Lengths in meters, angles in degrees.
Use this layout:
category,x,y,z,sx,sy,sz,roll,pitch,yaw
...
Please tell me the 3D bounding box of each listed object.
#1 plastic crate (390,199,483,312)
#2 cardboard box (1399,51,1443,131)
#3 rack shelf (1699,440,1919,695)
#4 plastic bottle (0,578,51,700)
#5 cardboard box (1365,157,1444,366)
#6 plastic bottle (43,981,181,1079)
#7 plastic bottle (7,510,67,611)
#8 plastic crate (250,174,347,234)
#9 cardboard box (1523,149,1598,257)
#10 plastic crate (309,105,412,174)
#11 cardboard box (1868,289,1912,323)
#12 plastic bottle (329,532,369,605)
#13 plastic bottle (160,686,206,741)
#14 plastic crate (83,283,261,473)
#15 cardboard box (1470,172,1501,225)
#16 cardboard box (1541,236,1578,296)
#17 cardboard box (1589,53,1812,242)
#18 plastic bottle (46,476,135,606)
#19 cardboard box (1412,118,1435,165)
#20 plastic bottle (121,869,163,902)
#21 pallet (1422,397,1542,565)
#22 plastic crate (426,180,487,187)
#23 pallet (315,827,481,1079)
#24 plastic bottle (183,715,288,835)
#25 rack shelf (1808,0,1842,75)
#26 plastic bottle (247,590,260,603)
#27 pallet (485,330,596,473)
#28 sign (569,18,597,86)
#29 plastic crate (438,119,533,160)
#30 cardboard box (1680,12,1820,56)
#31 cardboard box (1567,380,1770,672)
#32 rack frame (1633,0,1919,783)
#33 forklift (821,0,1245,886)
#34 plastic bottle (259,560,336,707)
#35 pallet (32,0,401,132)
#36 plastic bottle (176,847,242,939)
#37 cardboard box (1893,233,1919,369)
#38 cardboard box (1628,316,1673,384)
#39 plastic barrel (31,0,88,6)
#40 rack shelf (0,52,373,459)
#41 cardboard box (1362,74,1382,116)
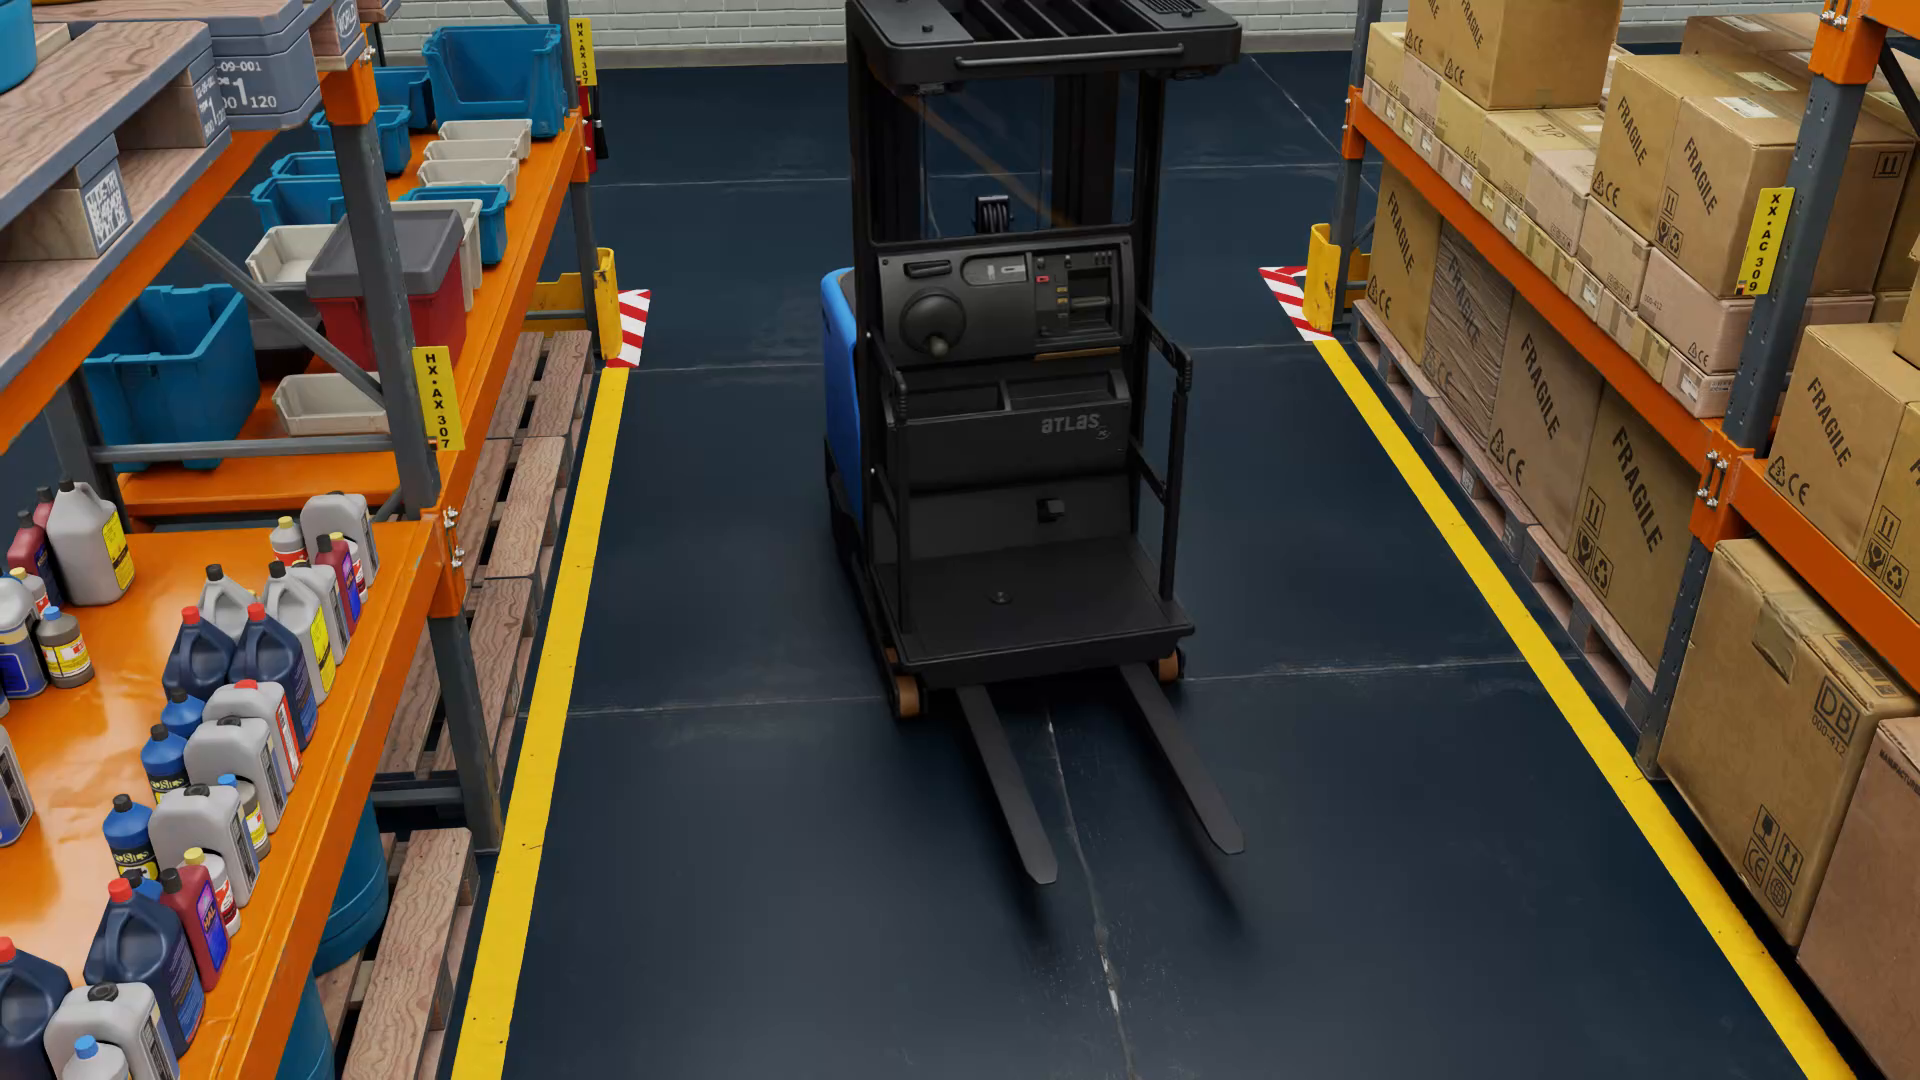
category,x,y,z,sx,sy,sz,roll,pitch,yaw
plastic crate,-1.987,-1.018,6.086,0.437,0.282,0.530,-3,31,-5
cardboard box,2.361,-2.075,7.654,0.500,0.250,0.500,-3,31,-5
rack shelf,3.090,0.838,3.624,1.077,0.370,4.000,-3,31,-5
plastic bottle,-2.330,0.240,4.044,0.152,0.276,0.135,-3,31,-5
cardboard box,2.669,-1.480,8.464,0.875,0.875,0.875,-3,31,-5
plastic bottle,-1.502,0.896,2.945,0.152,0.276,0.135,-3,31,-5
plastic bottle,-2.406,0.071,4.320,0.061,0.283,0.133,-3,31,-5
plastic crate,-2.555,-1.284,6.579,0.416,0.233,0.300,-3,31,-5
cardboard box,2.502,-1.293,6.346,0.500,0.250,0.500,-2,31,-4
plastic crate,-2.645,-1.773,7.398,0.416,0.233,0.300,-3,31,-5
cardboard box,3.120,-0.808,5.534,0.500,0.250,0.500,-3,31,-5
plastic bottle,-1.631,0.074,4.395,0.097,0.201,0.097,0,31,0
plastic bottle,-1.710,0.446,3.704,0.097,0.271,0.097,0,31,0
plastic crate,-2.411,-0.496,5.112,0.392,0.384,0.575,-3,31,-5
cardboard box,2.379,-1.444,6.988,0.380,0.149,0.250,-4,31,-6
cardboard box,2.452,-1.050,6.327,0.380,0.149,0.250,-2,31,-4
cardboard box,2.552,-1.355,5.719,0.500,0.500,0.500,-2,31,-4
plastic bottle,-2.314,-0.018,4.403,0.144,0.351,0.185,-3,31,-5
cardboard box,2.309,-1.835,7.641,0.380,0.149,0.250,-3,31,-5
plastic bottle,-1.564,0.746,3.201,0.097,0.271,0.097,0,31,0
pallet,2.793,-0.311,7.565,1.003,0.211,1.213,-3,31,-5
plastic crate,-2.036,-1.362,6.804,0.298,0.136,0.250,-3,31,-5
pallet,-1.997,1.338,4.804,1.003,0.211,1.213,-3,31,-5
plastic bottle,-1.575,0.497,3.614,0.152,0.276,0.135,-3,31,-5
rack shelf,2.717,-2.492,6.274,1.077,0.370,4.000,-3,31,-5
plastic bottle,-1.758,0.218,4.153,0.097,0.201,0.097,0,31,0
pallet,-2.363,-0.677,8.178,1.003,0.211,1.213,-3,31,-5
sign,-1.855,-2.402,8.187,0.100,0.325,0.005,-3,31,-5
plastic crate,-2.145,-1.802,7.540,0.396,0.136,0.243,-3,31,-5
cardboard box,3.022,-1.651,6.214,0.500,0.500,0.500,-4,31,-6
cardboard box,2.921,-0.101,6.156,0.875,0.875,0.875,-3,31,-5
rack frame,2.903,-0.492,5.149,1.000,3.000,0.127,-3,31,-5
forklift,0.223,-0.813,5.752,1.130,2.935,3.031,-7,32,-11
plastic bottle,-1.616,0.220,4.005,0.144,0.351,0.185,-3,31,-5
pallet,-1.857,-1.066,3.368,1.213,0.211,1.003,-3,31,-5
plastic bottle,-1.516,0.705,3.338,0.097,0.201,0.097,0,31,0
cardboard box,2.971,-0.640,4.321,0.797,0.503,0.637,-4,31,-6
cardboard box,2.524,-0.656,5.668,0.380,0.149,0.250,-2,31,-4
plastic barrel,-1.741,-1.347,3.062,0.600,0.588,0.600,0,31,0
rack shelf,-1.841,-0.213,2.457,1.077,0.370,4.000,-3,31,-5
cardboard box,2.234,-2.229,8.302,0.380,0.149,0.250,-2,31,-4
